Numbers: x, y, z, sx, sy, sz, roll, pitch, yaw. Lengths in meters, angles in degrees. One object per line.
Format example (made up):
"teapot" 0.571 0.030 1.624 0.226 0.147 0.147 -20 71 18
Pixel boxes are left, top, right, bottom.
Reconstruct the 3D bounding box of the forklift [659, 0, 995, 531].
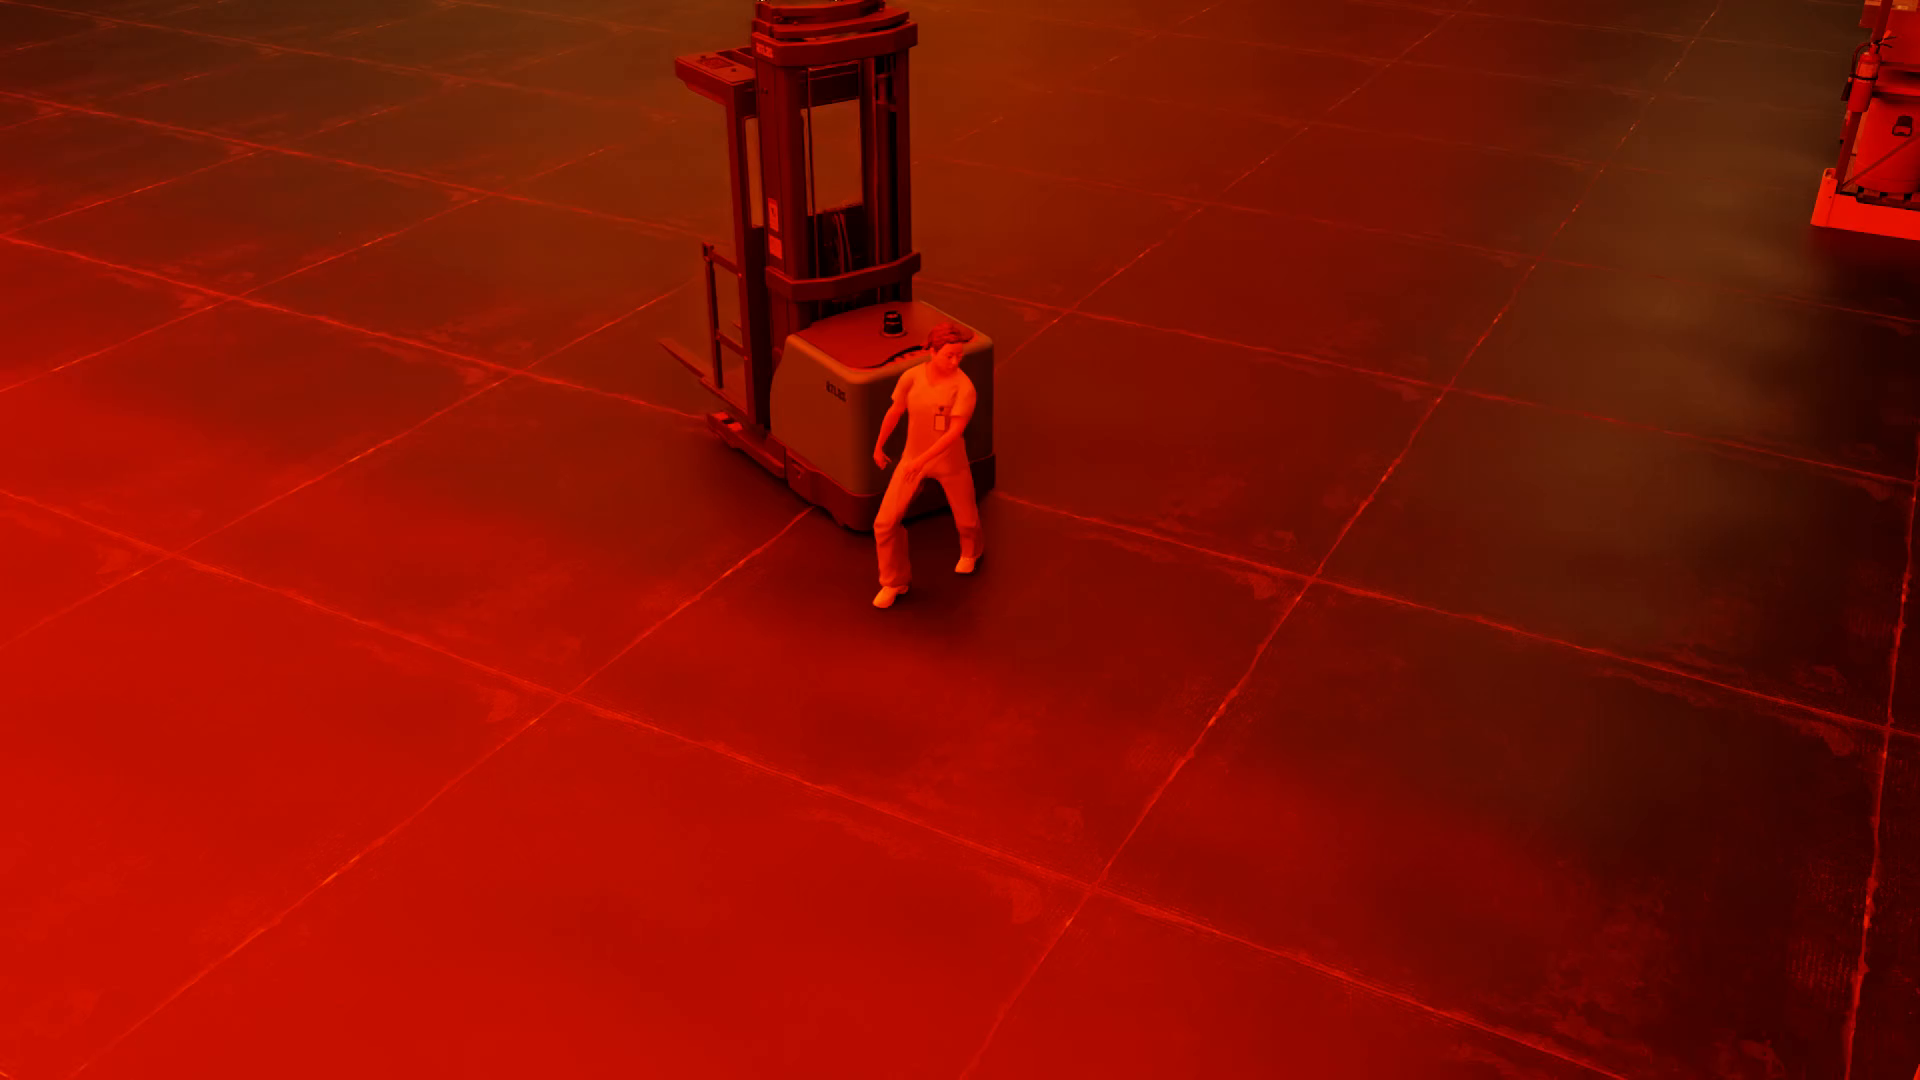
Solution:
"forklift" -1.042 -2.007 10.548 1.130 2.935 3.031 -19 35 -30

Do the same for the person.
"person" -0.197 -0.448 9.206 0.614 1.578 0.759 7 31 11
